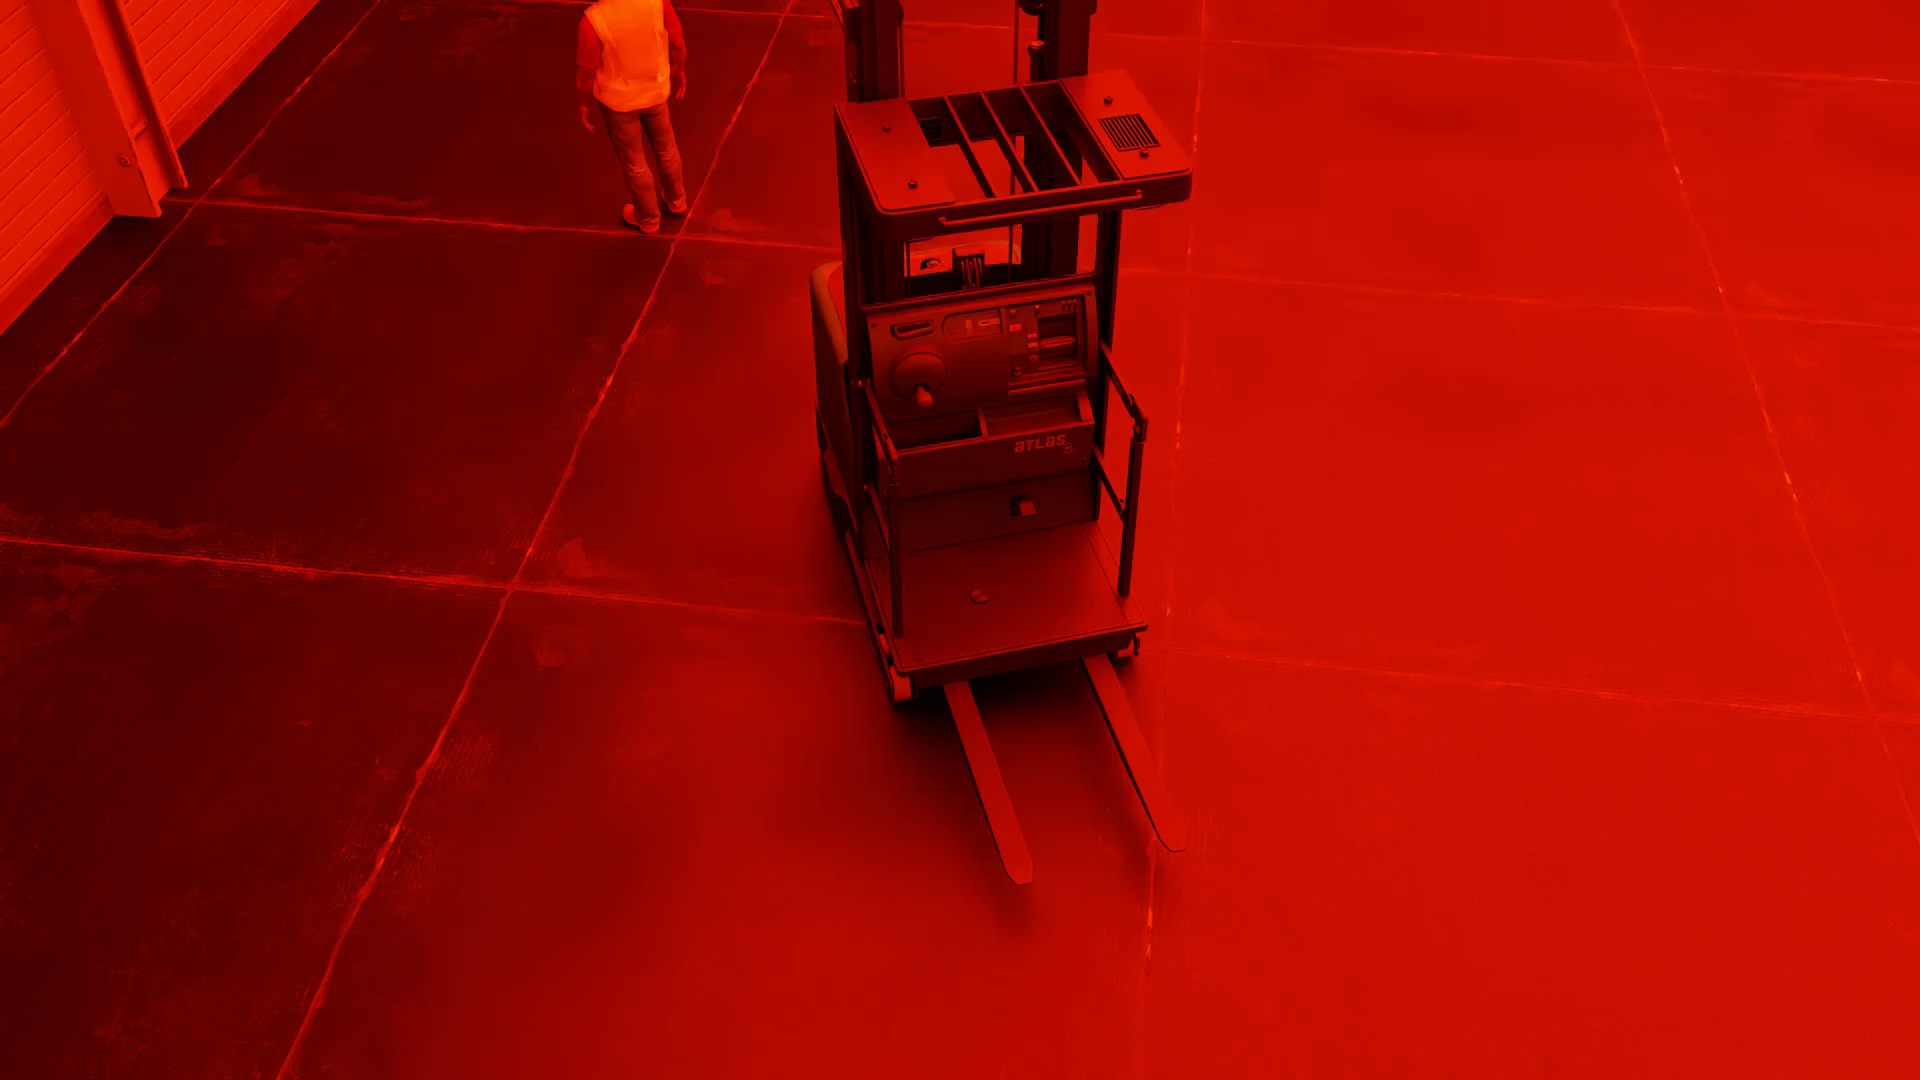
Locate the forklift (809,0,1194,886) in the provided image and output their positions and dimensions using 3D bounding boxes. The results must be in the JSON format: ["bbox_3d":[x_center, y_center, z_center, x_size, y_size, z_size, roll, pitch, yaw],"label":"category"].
[{"bbox_3d":[0.153,-0.681,6.465,1.130,2.935,3.031,-10,44,-11],"label":"forklift"}]

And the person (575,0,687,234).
[{"bbox_3d":[-1.866,-2.546,9.347,0.666,1.765,0.577,-23,47,-23],"label":"person"}]
